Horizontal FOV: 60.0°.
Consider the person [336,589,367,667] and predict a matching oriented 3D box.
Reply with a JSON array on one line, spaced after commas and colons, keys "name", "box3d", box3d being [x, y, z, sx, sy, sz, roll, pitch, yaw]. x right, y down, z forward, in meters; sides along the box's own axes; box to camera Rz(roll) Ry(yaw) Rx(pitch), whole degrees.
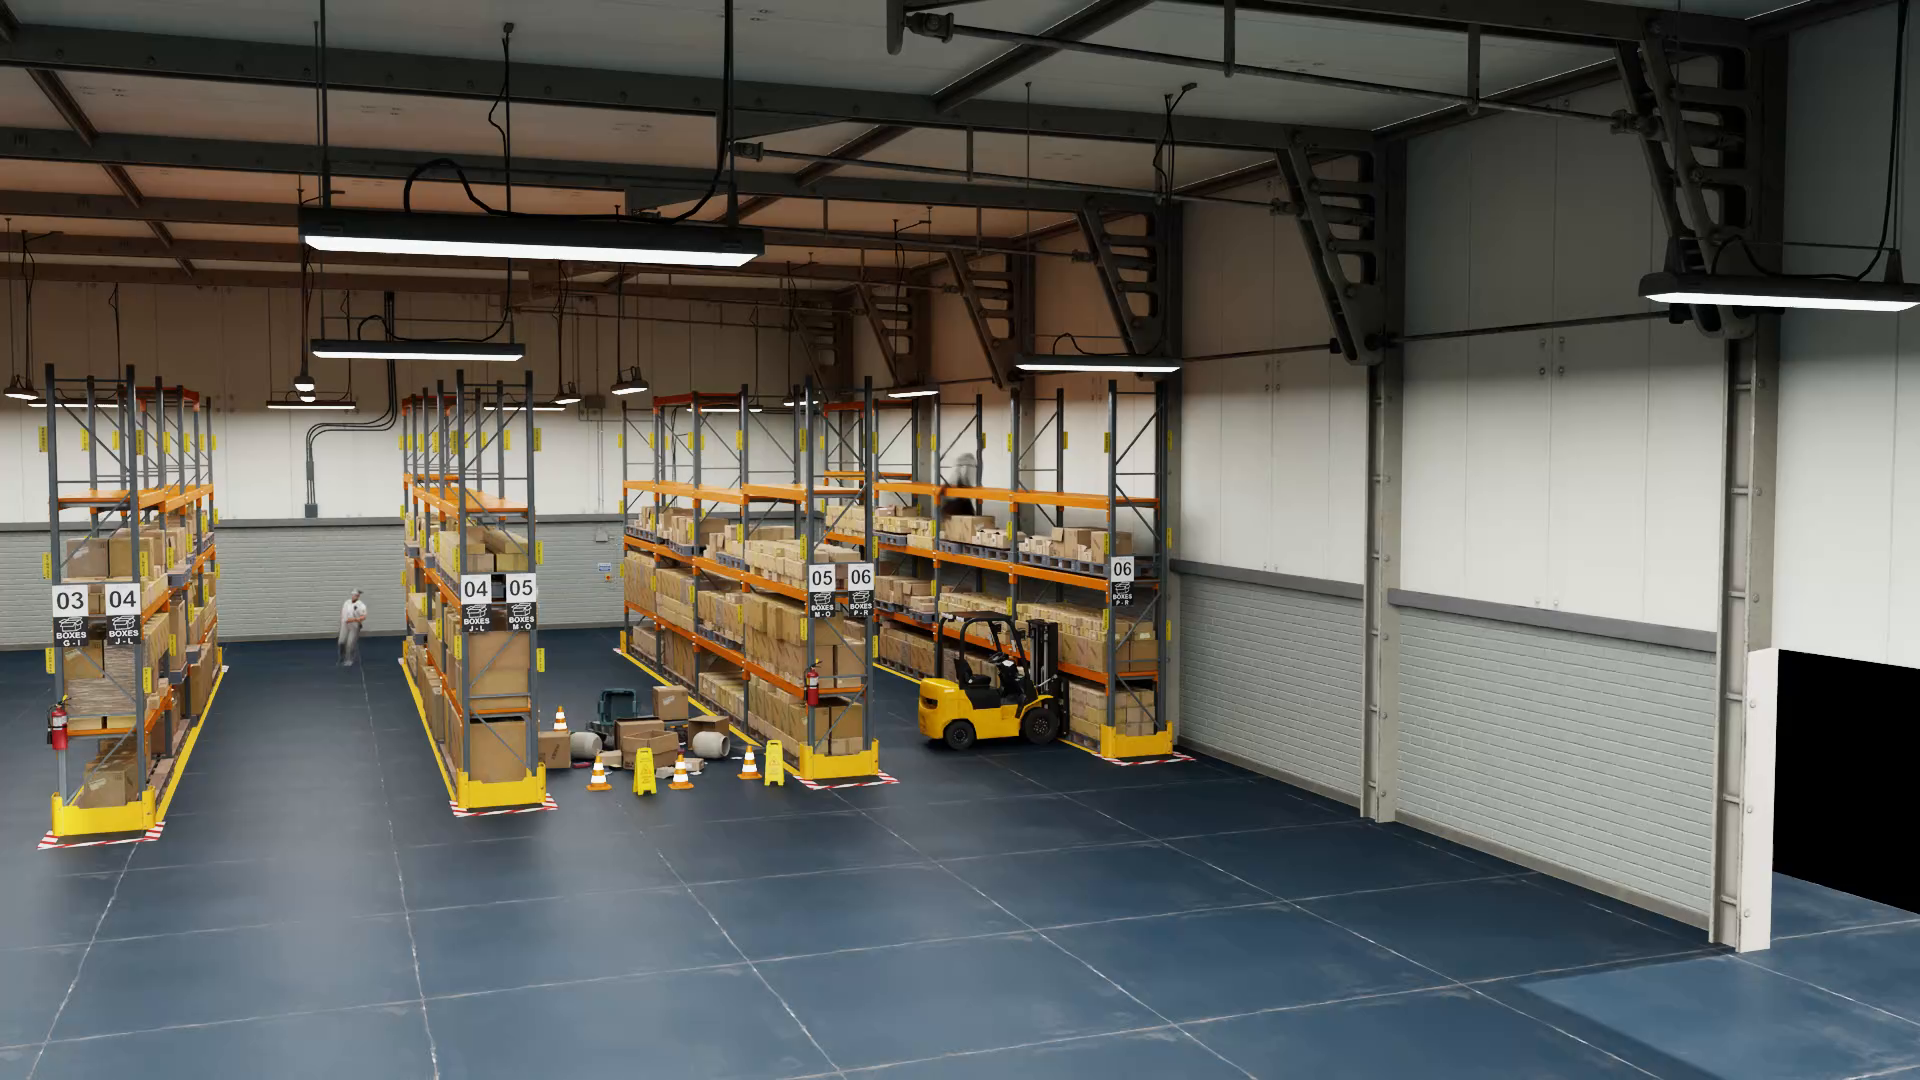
[{"name": "person", "box3d": [-13.616, 1.972, 37.225, 0.679, 1.782, 0.651, 0, 3, 1]}]
